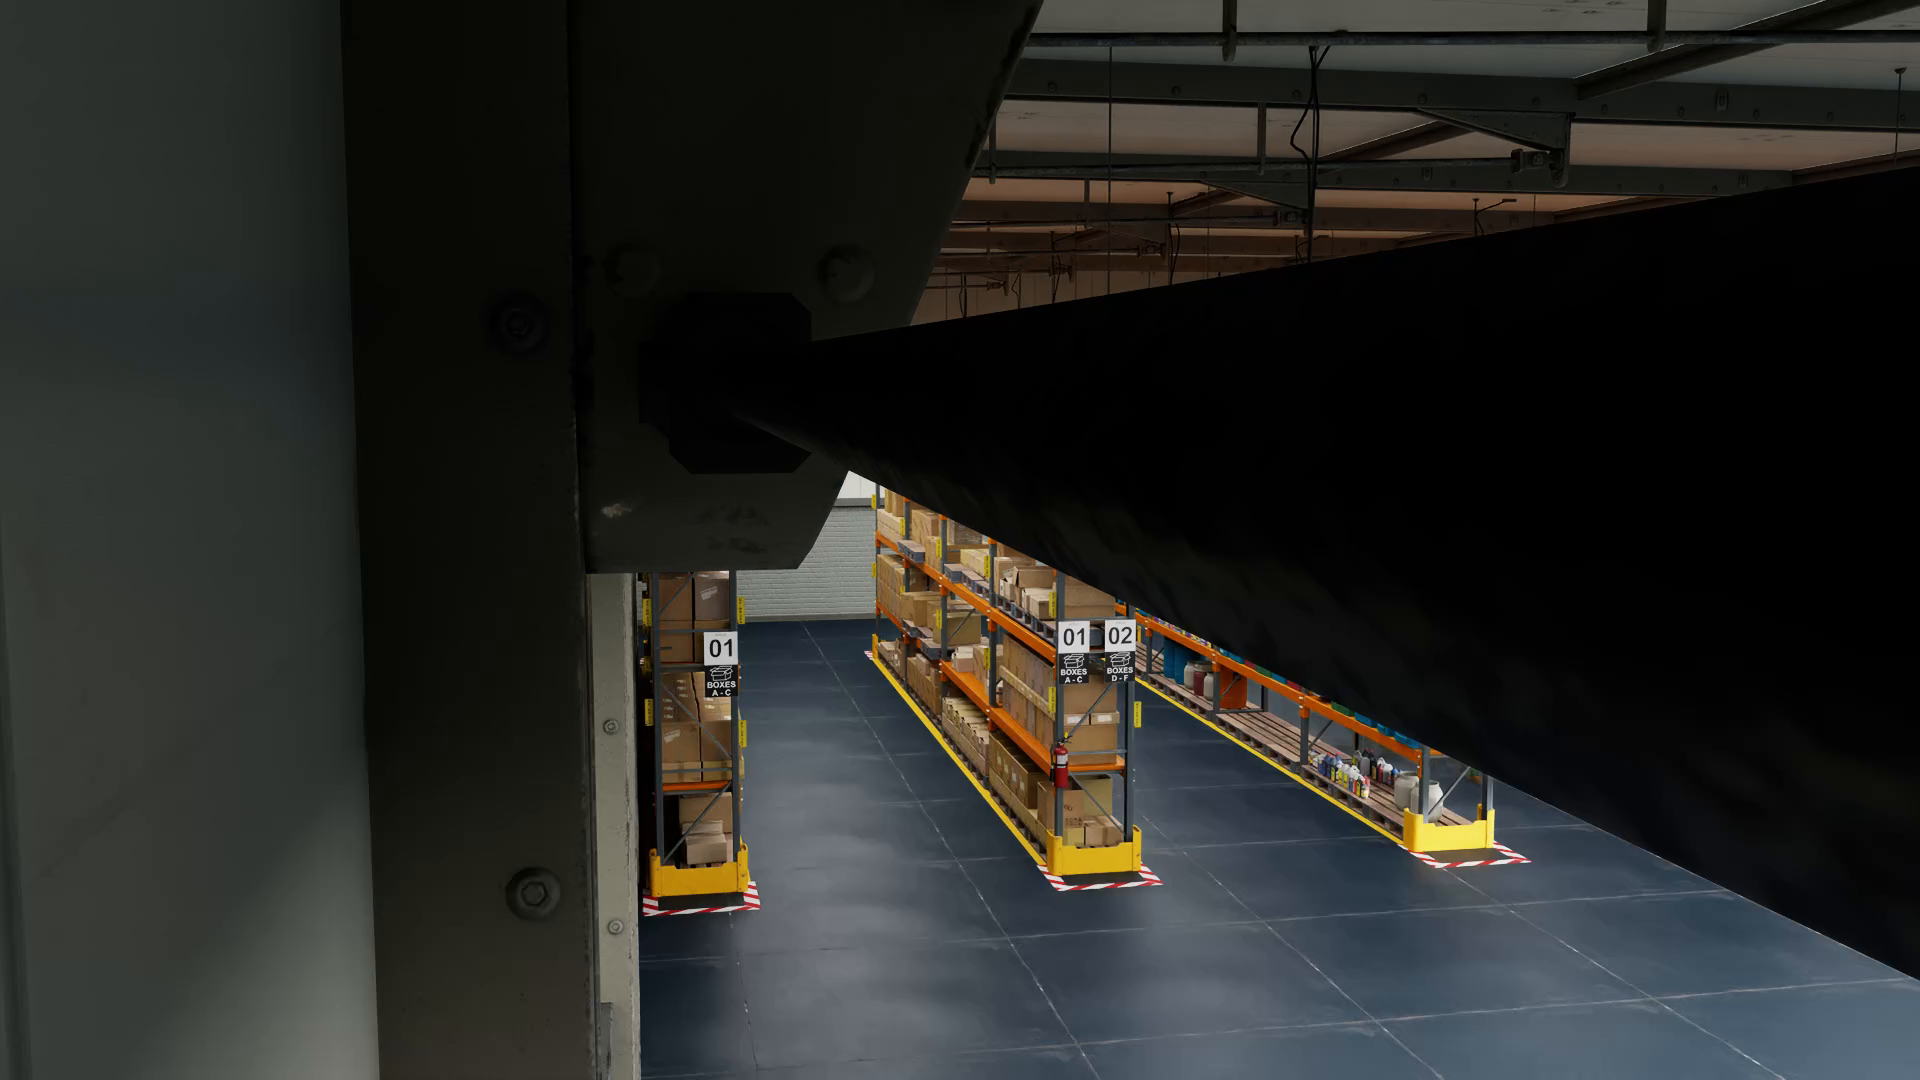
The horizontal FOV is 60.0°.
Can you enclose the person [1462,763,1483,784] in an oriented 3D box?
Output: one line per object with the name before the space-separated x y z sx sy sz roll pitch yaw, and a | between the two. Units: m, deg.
person | 8.040 2.886 25.437 0.652 1.705 0.745 -5 8 -39
